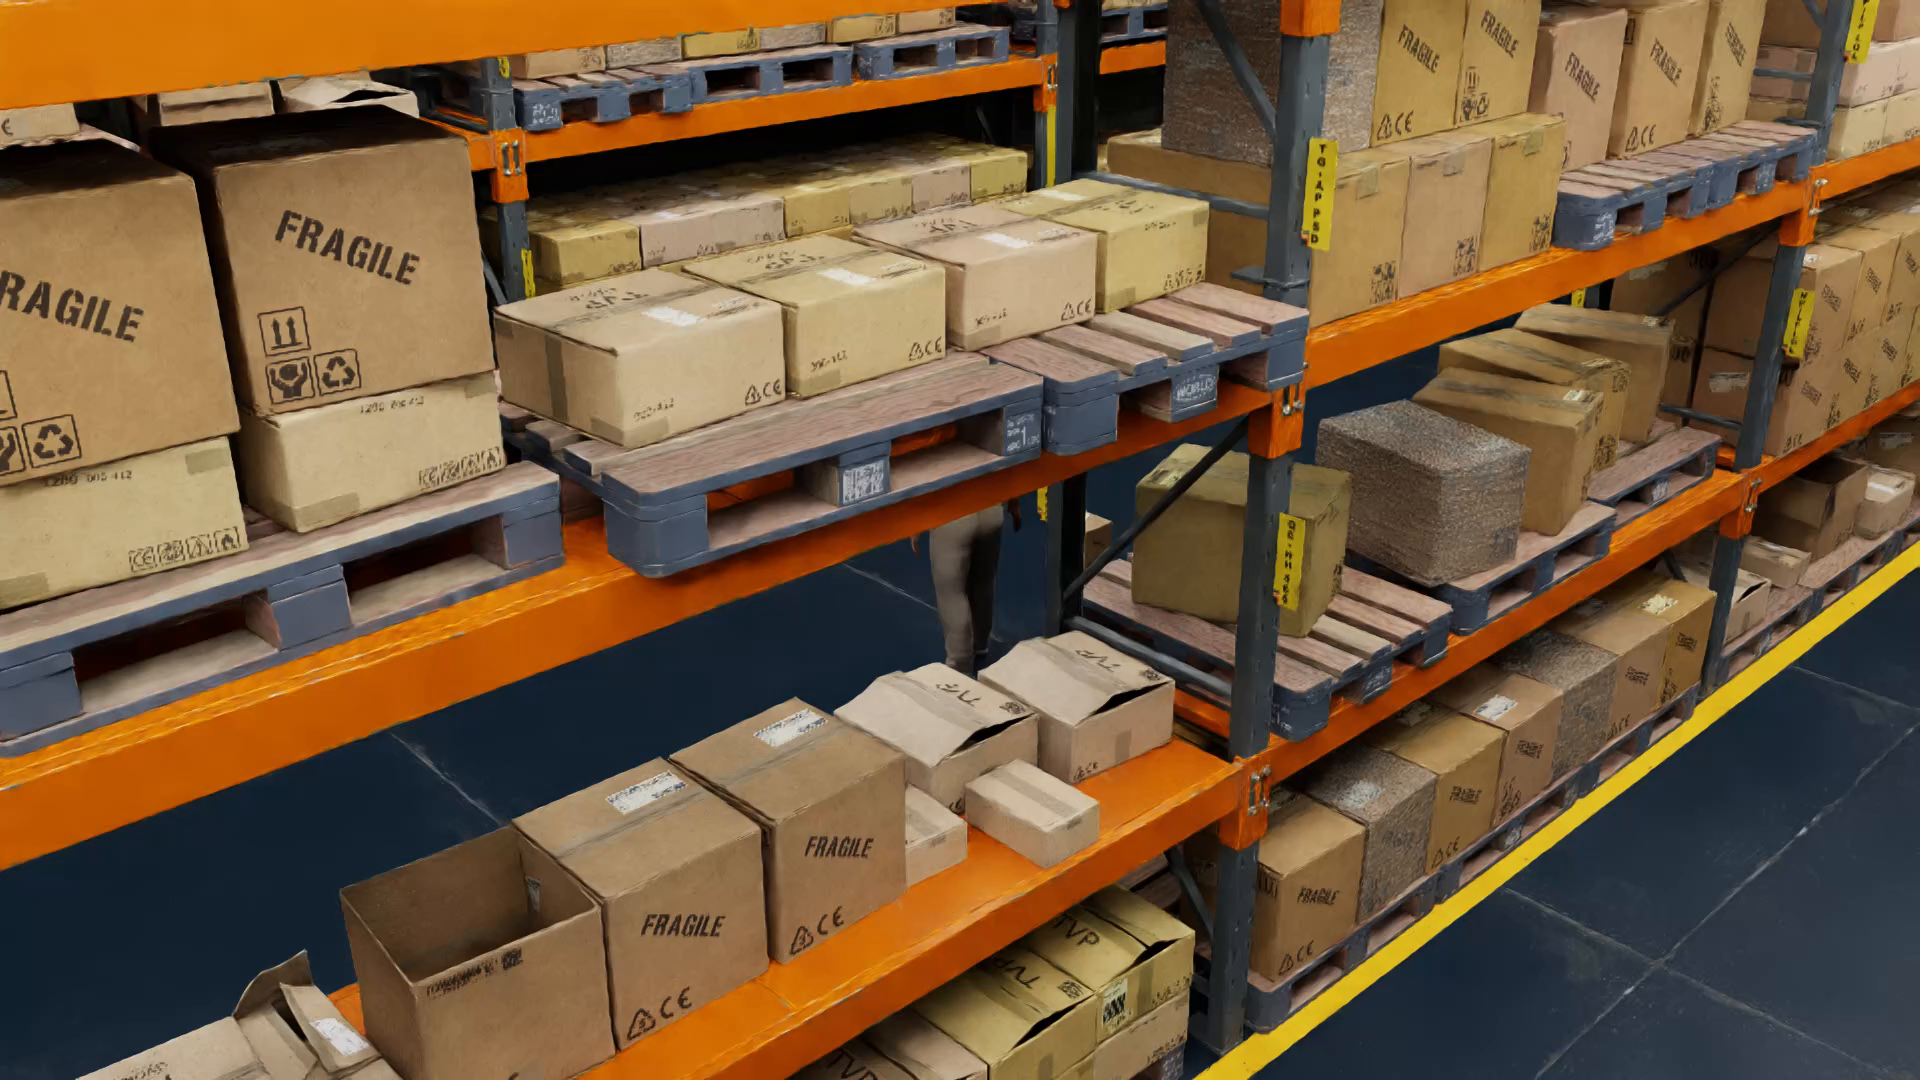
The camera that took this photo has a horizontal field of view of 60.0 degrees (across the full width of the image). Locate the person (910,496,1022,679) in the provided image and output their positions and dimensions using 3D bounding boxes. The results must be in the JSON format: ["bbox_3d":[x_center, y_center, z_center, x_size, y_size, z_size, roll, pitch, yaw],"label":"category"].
[{"bbox_3d":[0.017,-0.127,8.852,0.666,1.721,0.599,-14,28,-28],"label":"person"}]
